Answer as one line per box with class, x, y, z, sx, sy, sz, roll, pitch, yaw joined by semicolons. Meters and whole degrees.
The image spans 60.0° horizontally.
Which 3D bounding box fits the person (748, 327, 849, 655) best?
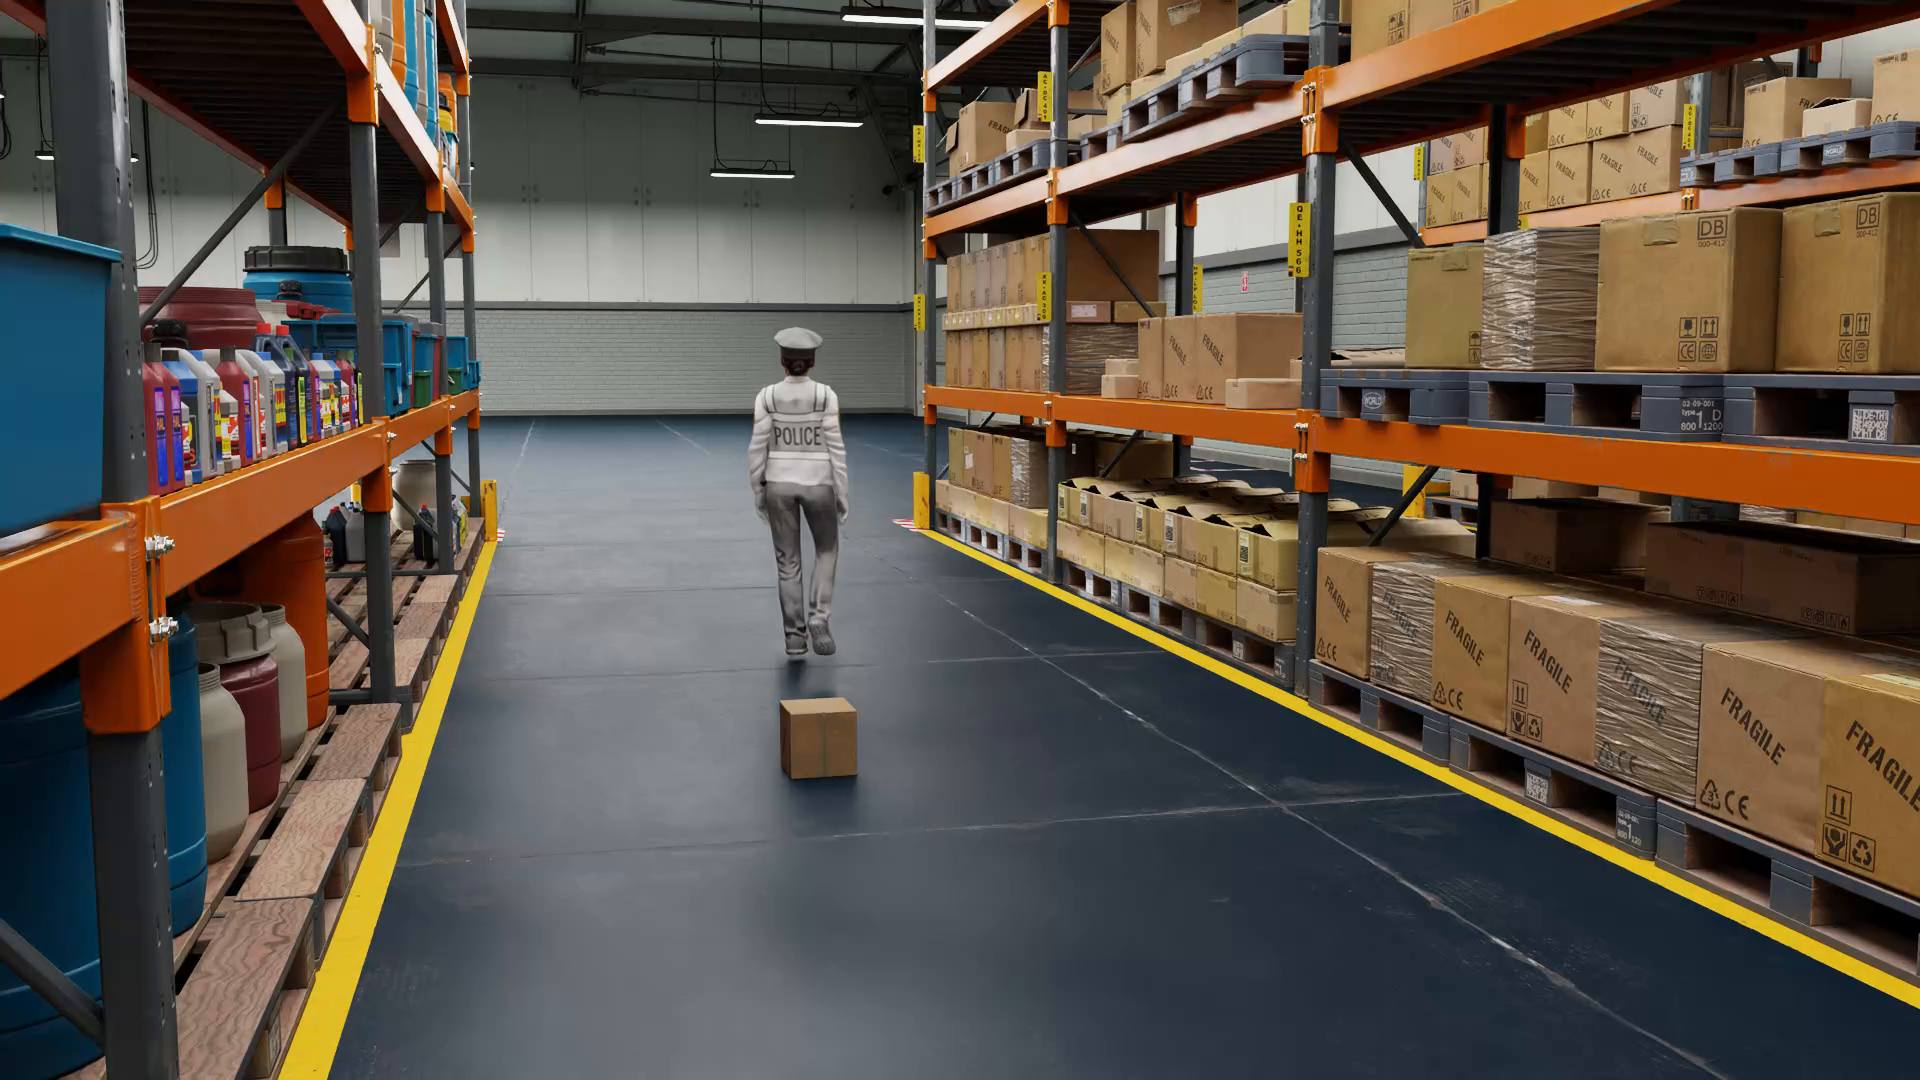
person;-0.836;-0.234;8.622;0.515;1.726;0.443;0;6;-5
